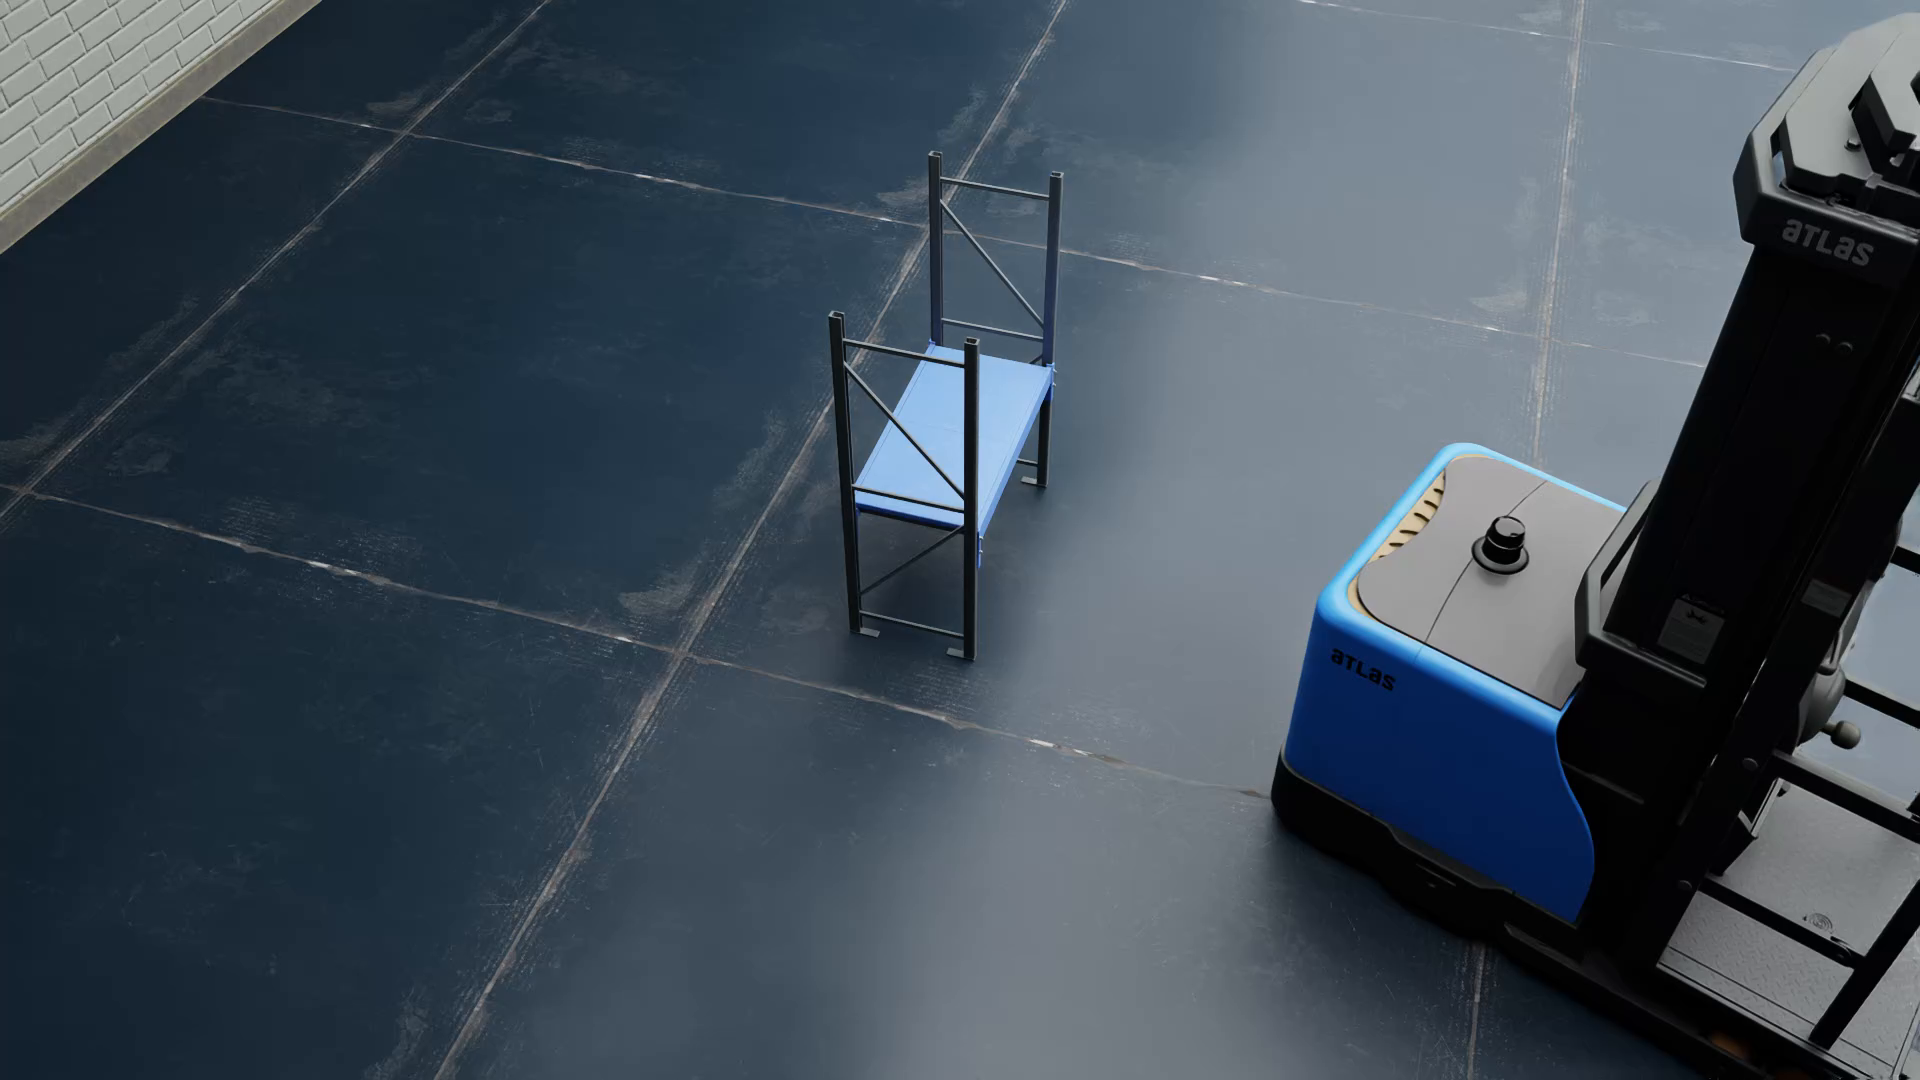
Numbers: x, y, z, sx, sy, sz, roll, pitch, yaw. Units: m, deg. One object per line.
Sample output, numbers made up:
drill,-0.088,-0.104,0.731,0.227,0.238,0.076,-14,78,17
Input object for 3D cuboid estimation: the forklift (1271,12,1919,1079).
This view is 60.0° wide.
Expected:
forklift,2.553,0.260,4.389,3.031,2.935,1.130,28,51,26

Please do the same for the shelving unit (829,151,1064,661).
shelving unit,-0.026,-0.479,6.167,0.538,1.500,1.048,13,46,12

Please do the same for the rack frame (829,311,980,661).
rack frame,-0.180,-0.140,5.821,0.500,1.500,0.032,13,46,12

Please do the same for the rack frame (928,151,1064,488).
rack frame,0.128,-0.818,6.514,0.500,1.500,0.032,13,46,12

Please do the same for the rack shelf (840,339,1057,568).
rack shelf,-0.026,-0.351,6.293,0.538,0.185,1.000,13,46,12
